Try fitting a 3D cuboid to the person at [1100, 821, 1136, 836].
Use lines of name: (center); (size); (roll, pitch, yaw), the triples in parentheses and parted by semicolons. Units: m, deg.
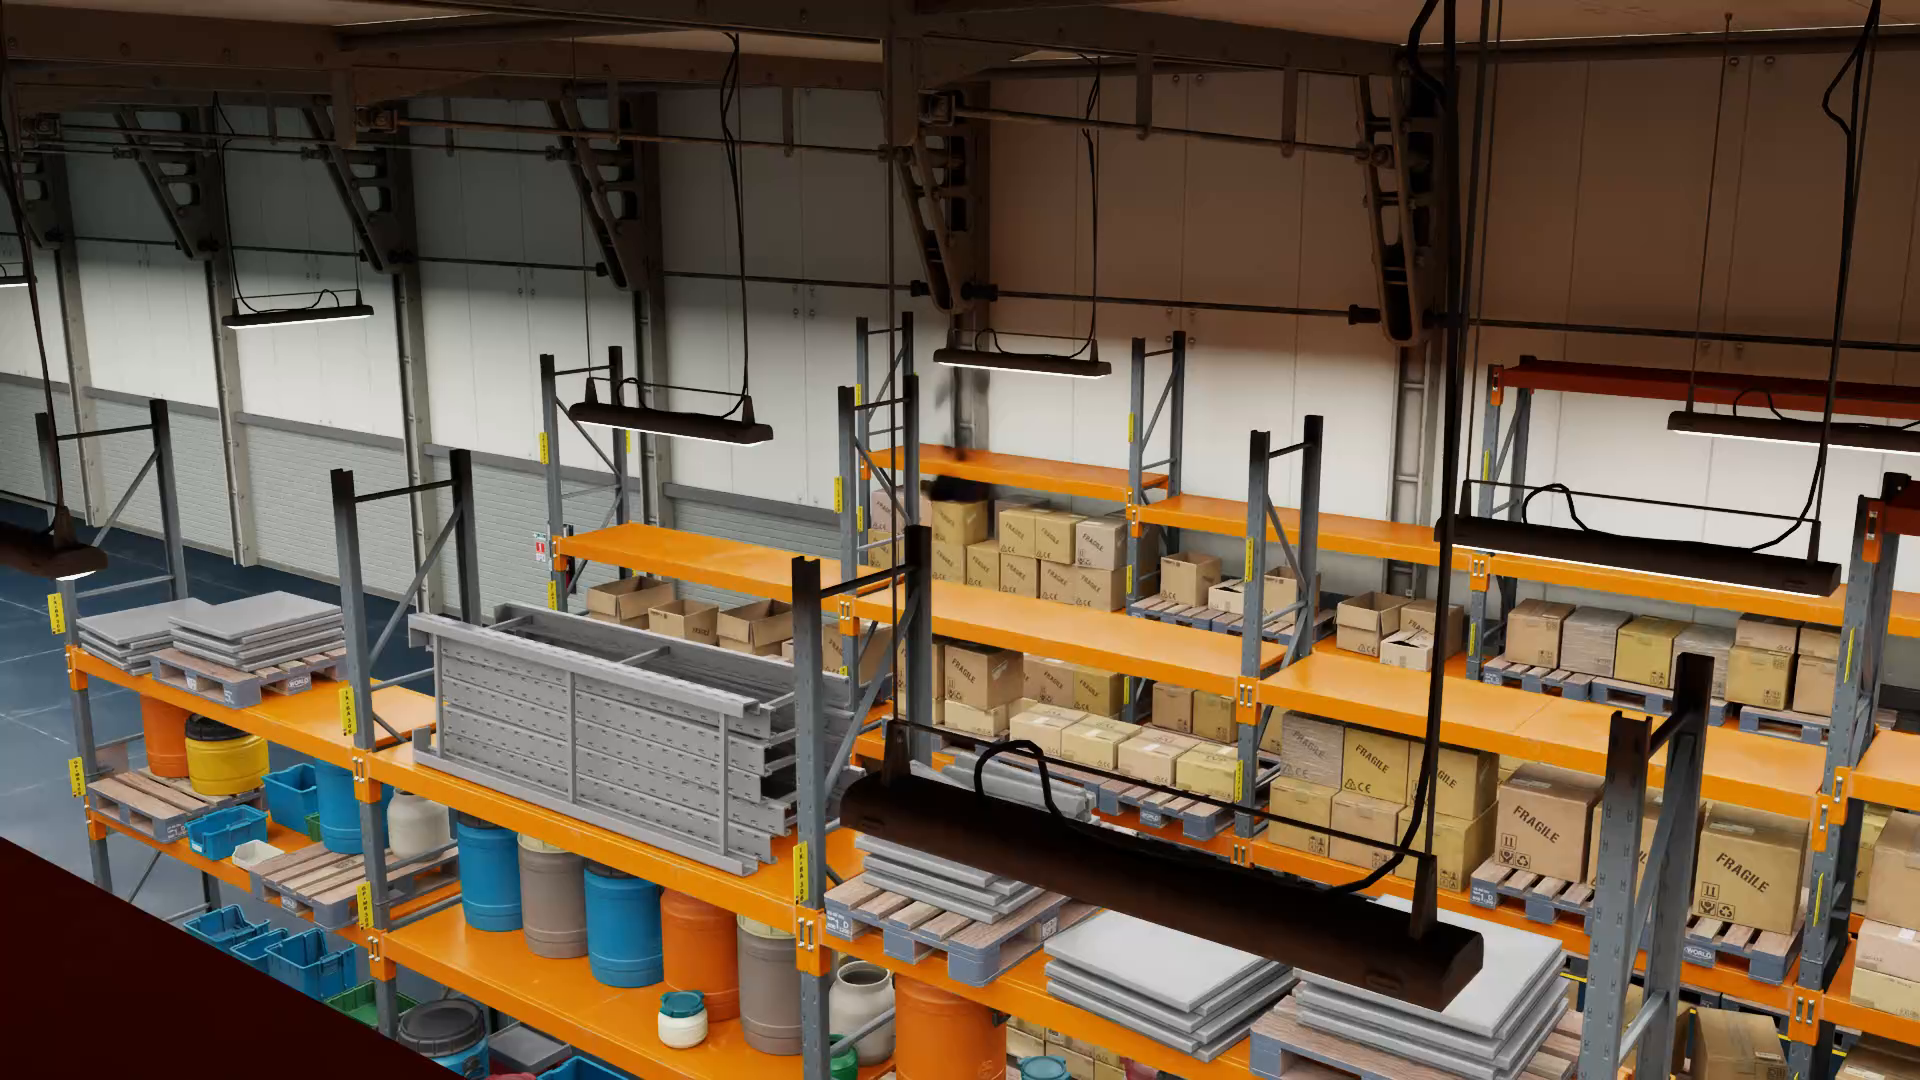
person: (1.619, 3.345, 16.994); (0.918, 1.764, 0.712); (5, 14, 22)
